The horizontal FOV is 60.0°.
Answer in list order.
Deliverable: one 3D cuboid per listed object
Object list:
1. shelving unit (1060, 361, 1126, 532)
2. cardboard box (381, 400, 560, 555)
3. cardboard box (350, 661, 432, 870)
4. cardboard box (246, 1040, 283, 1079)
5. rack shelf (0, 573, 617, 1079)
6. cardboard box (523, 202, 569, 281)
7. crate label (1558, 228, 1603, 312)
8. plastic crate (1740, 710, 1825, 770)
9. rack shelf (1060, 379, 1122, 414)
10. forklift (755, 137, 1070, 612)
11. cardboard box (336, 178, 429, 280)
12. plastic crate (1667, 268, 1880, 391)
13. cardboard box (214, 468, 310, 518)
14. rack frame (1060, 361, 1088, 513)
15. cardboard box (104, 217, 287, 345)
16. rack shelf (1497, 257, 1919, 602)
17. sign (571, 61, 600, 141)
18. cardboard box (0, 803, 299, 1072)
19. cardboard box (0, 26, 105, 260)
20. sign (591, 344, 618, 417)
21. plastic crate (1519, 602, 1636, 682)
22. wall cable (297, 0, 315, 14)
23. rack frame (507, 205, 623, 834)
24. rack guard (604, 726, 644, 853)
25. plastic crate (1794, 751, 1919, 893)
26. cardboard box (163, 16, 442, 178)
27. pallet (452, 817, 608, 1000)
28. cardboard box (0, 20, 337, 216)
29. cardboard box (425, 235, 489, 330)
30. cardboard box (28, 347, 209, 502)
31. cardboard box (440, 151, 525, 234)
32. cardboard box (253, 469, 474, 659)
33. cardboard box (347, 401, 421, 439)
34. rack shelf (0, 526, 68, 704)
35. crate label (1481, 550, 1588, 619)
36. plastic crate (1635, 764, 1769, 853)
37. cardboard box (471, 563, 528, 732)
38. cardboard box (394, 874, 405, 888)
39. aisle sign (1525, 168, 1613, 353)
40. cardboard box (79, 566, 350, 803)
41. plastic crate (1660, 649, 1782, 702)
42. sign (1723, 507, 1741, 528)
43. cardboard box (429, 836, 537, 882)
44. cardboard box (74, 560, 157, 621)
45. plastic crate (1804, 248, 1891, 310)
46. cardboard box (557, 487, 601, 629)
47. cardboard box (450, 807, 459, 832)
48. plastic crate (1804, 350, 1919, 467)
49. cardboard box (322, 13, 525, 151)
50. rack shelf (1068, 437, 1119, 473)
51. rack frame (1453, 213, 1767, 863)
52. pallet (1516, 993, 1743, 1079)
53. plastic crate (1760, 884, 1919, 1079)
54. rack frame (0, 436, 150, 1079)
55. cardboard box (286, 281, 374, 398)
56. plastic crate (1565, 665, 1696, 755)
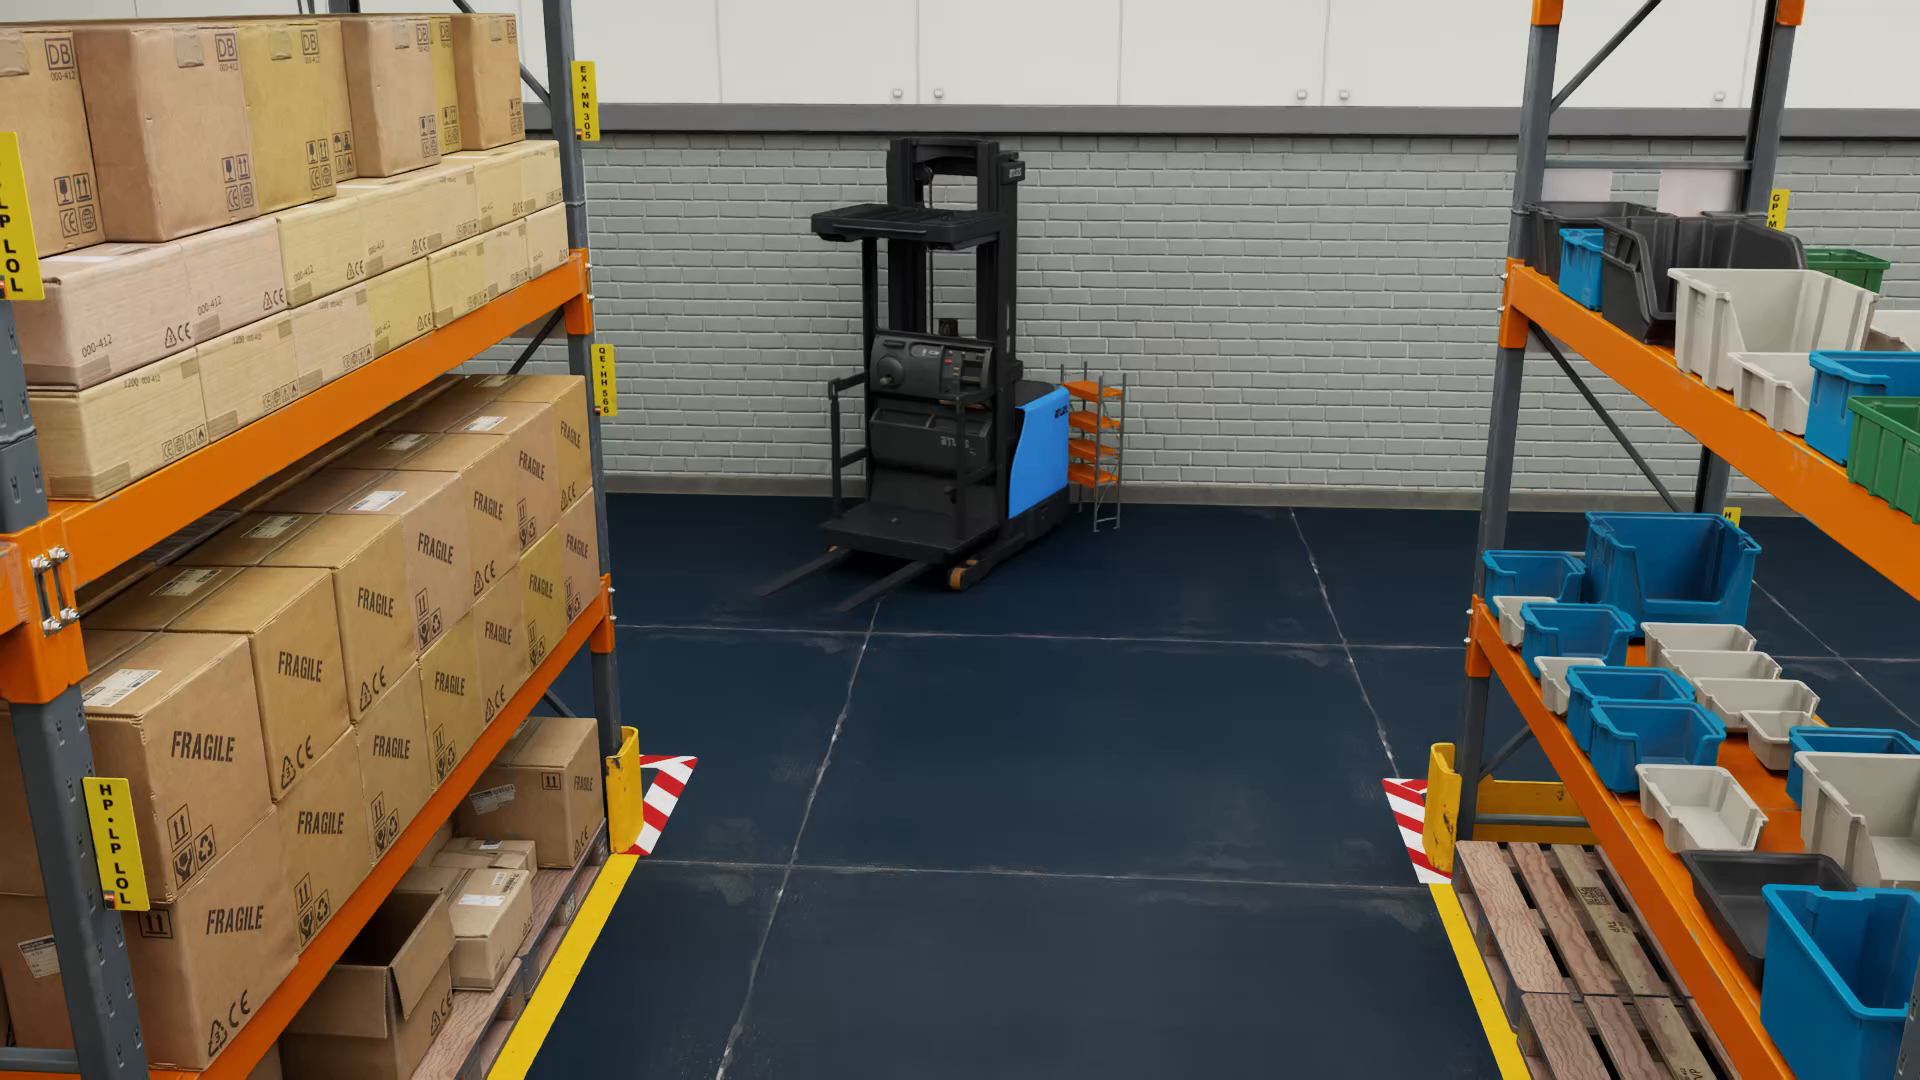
[{"bbox_3d":[0.992,-0.714,12.668,0.258,1.200,0.503,-10,21,-31],"label":"shelving unit"},{"bbox_3d":[-1.928,-0.249,6.600,0.500,0.500,0.500,2,18,5],"label":"cardboard box"},{"bbox_3d":[-2.042,0.700,5.308,0.500,0.500,0.500,1,18,4],"label":"cardboard box"},{"bbox_3d":[-2.611,1.867,5.519,0.500,0.311,0.500,1,18,4],"label":"cardboard box"},{"bbox_3d":[-2.279,0.935,5.907,1.077,0.370,4.000,1,18,4],"label":"rack shelf"},{"bbox_3d":[-1.909,-1.216,6.742,0.500,0.250,0.500,1,18,4],"label":"cardboard box"},{"bbox_3d":[2.416,-0.991,6.053,0.408,0.251,0.502,1,18,4],"label":"crate label"},{"bbox_3d":[2.894,0.707,5.775,0.298,0.136,0.250,1,18,4],"label":"plastic crate"},{"bbox_3d":[0.998,-1.089,12.549,0.258,0.148,0.480,-10,21,-31],"label":"rack shelf"},{"bbox_3d":[-0.304,-1.201,11.380,1.130,2.935,3.031,10,20,27],"label":"forklift"},{"bbox_3d":[-2.022,-0.988,5.243,0.500,0.250,0.500,1,18,4],"label":"cardboard box"},{"bbox_3d":[2.338,-0.604,4.821,0.437,0.282,0.530,1,18,4],"label":"plastic crate"},{"bbox_3d":[-2.536,0.057,5.665,0.500,0.500,0.500,1,18,3],"label":"cardboard box"},{"bbox_3d":[0.863,-0.779,12.864,0.240,1.200,0.015,-10,21,-31],"label":"rack frame"},{"bbox_3d":[-2.106,-0.678,4.296,0.500,0.250,0.500,1,18,4],"label":"cardboard box"},{"bbox_3d":[2.662,-0.378,5.099,1.077,0.370,4.000,1,18,4],"label":"rack shelf"},{"bbox_3d":[-1.583,-1.855,7.029,0.100,0.325,0.005,1,18,4],"label":"sign"},{"bbox_3d":[-2.114,1.015,4.348,0.500,0.500,0.500,2,18,5],"label":"cardboard box"},{"bbox_3d":[-2.425,-0.885,3.724,0.700,0.500,0.500,1,18,4],"label":"cardboard box"},{"bbox_3d":[-1.583,-0.710,7.404,0.100,0.325,0.005,1,18,4],"label":"sign"},{"bbox_3d":[2.412,0.409,6.531,0.416,0.233,0.300,1,18,4],"label":"plastic crate"},{"bbox_3d":[-6.315,-3.261,12.910,3.097,2.526,0.112,1,18,4],"label":"wall cable"},{"bbox_3d":[-2.135,-0.028,7.690,1.000,3.000,0.127,1,18,4],"label":"rack frame"},{"bbox_3d":[-2.141,1.184,8.008,1.175,0.500,0.348,1,18,4],"label":"rack guard"},{"bbox_3d":[2.811,0.884,5.002,0.437,0.282,0.530,1,18,4],"label":"plastic crate"},{"bbox_3d":[-2.205,-1.505,5.615,0.700,0.500,0.500,1,18,4],"label":"cardboard box"},{"bbox_3d":[-2.197,1.569,7.297,1.003,0.211,1.213,1,18,4],"label":"pallet"},{"bbox_3d":[-2.218,-1.193,4.663,0.700,0.500,0.500,1,18,4],"label":"cardboard box"},{"bbox_3d":[-1.979,-0.906,5.794,0.500,0.250,0.500,1,18,4],"label":"cardboard box"},{"bbox_3d":[-2.140,-0.285,3.899,0.500,0.250,0.500,1,18,4],"label":"cardboard box"},{"bbox_3d":[-1.953,-1.299,6.191,0.500,0.250,0.500,1,18,4],"label":"cardboard box"},{"bbox_3d":[-1.998,0.072,5.621,0.500,0.500,0.500,2,18,6],"label":"cardboard box"},{"bbox_3d":[-2.460,-0.256,6.621,0.500,0.500,0.500,1,18,4],"label":"cardboard box"},{"bbox_3d":[-2.566,0.752,1.648,1.077,0.370,4.000,1,18,4],"label":"rack shelf"},{"bbox_3d":[2.459,0.204,7.155,0.416,0.233,0.303,1,18,4],"label":"crate label"},{"bbox_3d":[2.343,0.876,5.261,0.293,0.136,0.466,1,18,4],"label":"plastic crate"},{"bbox_3d":[-1.971,0.386,6.267,0.500,0.500,0.500,1,18,4],"label":"cardboard box"},{"bbox_3d":[-2.529,1.543,6.606,0.500,0.250,0.500,1,18,4],"label":"cardboard box"},{"bbox_3d":[2.514,-1.180,7.033,0.394,0.787,0.004,1,18,4],"label":"aisle sign"},{"bbox_3d":[-2.071,0.392,4.644,0.500,0.500,0.500,1,18,2],"label":"cardboard box"},{"bbox_3d":[2.892,0.528,6.322,0.396,0.136,0.243,1,18,4],"label":"plastic crate"},{"bbox_3d":[3.355,0.014,7.302,0.100,0.325,0.005,1,18,4],"label":"sign"},{"bbox_3d":[-2.048,1.408,7.153,0.380,0.166,0.250,1,18,4],"label":"cardboard box"},{"bbox_3d":[-2.610,0.370,4.711,0.500,0.500,0.500,1,18,3],"label":"cardboard box"},{"bbox_3d":[3.019,-0.928,5.961,0.450,0.188,0.336,1,18,4],"label":"plastic crate"},{"bbox_3d":[-1.896,0.070,7.232,0.500,0.500,0.500,2,18,6],"label":"cardboard box"},{"bbox_3d":[-2.508,1.240,7.692,0.380,0.149,0.250,1,18,4],"label":"cardboard box"},{"bbox_3d":[2.265,-0.309,4.002,0.416,0.233,0.300,1,18,4],"label":"plastic crate"},{"bbox_3d":[-2.156,-1.816,6.564,0.700,0.500,0.500,1,18,4],"label":"cardboard box"},{"bbox_3d":[0.991,-0.650,12.688,0.258,0.148,0.480,-10,21,-31],"label":"rack shelf"},{"bbox_3d":[2.805,0.084,7.349,1.000,3.000,0.127,1,18,4],"label":"rack frame"},{"bbox_3d":[2.617,2.042,5.851,1.003,0.211,1.213,1,18,4],"label":"pallet"},{"bbox_3d":[2.211,1.153,4.017,0.392,0.384,0.575,1,18,4],"label":"plastic crate"},{"bbox_3d":[-2.422,1.215,3.899,1.000,3.000,0.127,1,18,4],"label":"rack frame"},{"bbox_3d":[-2.063,-0.596,4.847,0.500,0.250,0.500,1,18,4],"label":"cardboard box"},{"bbox_3d":[2.364,0.613,5.907,0.416,0.233,0.300,1,18,4],"label":"plastic crate"}]
